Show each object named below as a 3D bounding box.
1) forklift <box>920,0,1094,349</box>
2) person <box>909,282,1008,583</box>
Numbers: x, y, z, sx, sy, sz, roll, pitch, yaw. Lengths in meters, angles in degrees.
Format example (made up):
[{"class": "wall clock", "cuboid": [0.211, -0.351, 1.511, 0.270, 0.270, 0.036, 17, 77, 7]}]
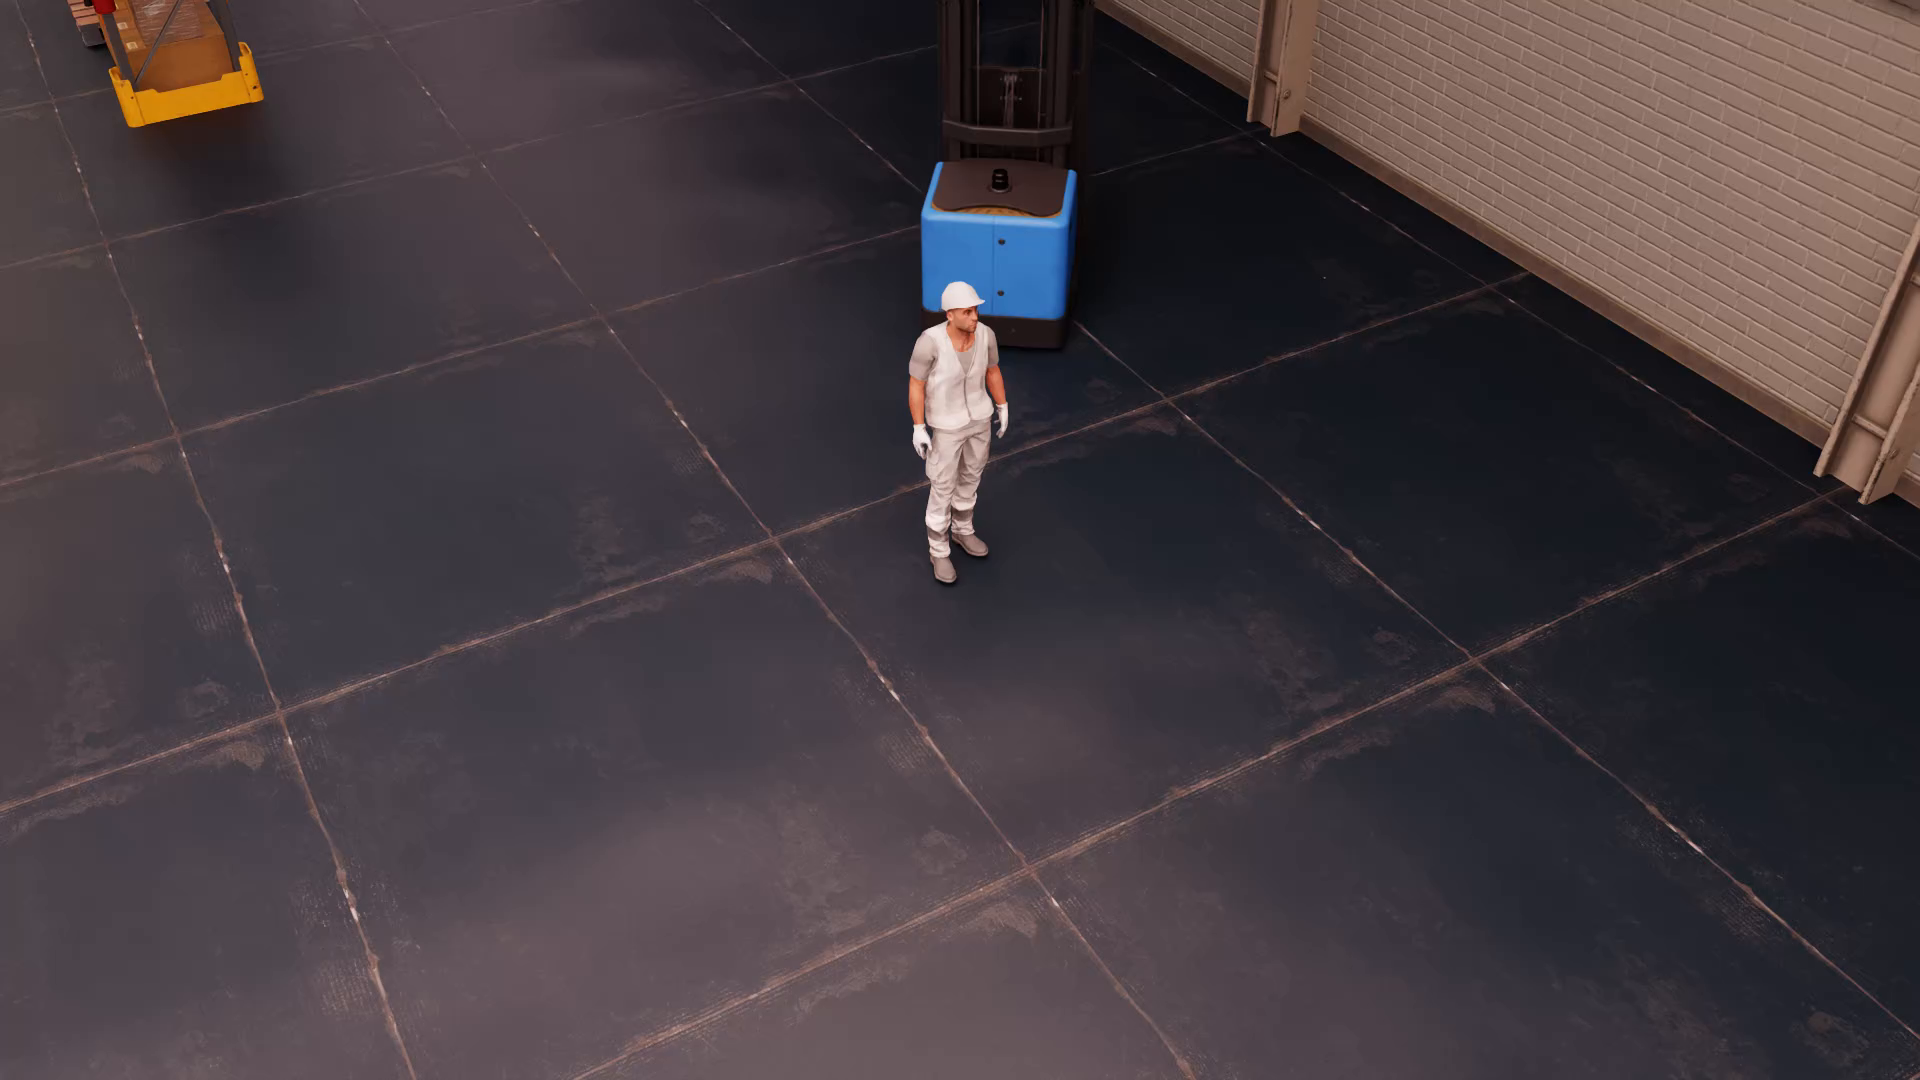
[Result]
[{"class": "forklift", "cuboid": [0.421, -3.430, 12.172, 1.130, 2.935, 3.031, 5, 40, 6]}, {"class": "person", "cuboid": [0.032, -0.645, 9.697, 0.638, 1.789, 0.558, -20, 44, -23]}]
